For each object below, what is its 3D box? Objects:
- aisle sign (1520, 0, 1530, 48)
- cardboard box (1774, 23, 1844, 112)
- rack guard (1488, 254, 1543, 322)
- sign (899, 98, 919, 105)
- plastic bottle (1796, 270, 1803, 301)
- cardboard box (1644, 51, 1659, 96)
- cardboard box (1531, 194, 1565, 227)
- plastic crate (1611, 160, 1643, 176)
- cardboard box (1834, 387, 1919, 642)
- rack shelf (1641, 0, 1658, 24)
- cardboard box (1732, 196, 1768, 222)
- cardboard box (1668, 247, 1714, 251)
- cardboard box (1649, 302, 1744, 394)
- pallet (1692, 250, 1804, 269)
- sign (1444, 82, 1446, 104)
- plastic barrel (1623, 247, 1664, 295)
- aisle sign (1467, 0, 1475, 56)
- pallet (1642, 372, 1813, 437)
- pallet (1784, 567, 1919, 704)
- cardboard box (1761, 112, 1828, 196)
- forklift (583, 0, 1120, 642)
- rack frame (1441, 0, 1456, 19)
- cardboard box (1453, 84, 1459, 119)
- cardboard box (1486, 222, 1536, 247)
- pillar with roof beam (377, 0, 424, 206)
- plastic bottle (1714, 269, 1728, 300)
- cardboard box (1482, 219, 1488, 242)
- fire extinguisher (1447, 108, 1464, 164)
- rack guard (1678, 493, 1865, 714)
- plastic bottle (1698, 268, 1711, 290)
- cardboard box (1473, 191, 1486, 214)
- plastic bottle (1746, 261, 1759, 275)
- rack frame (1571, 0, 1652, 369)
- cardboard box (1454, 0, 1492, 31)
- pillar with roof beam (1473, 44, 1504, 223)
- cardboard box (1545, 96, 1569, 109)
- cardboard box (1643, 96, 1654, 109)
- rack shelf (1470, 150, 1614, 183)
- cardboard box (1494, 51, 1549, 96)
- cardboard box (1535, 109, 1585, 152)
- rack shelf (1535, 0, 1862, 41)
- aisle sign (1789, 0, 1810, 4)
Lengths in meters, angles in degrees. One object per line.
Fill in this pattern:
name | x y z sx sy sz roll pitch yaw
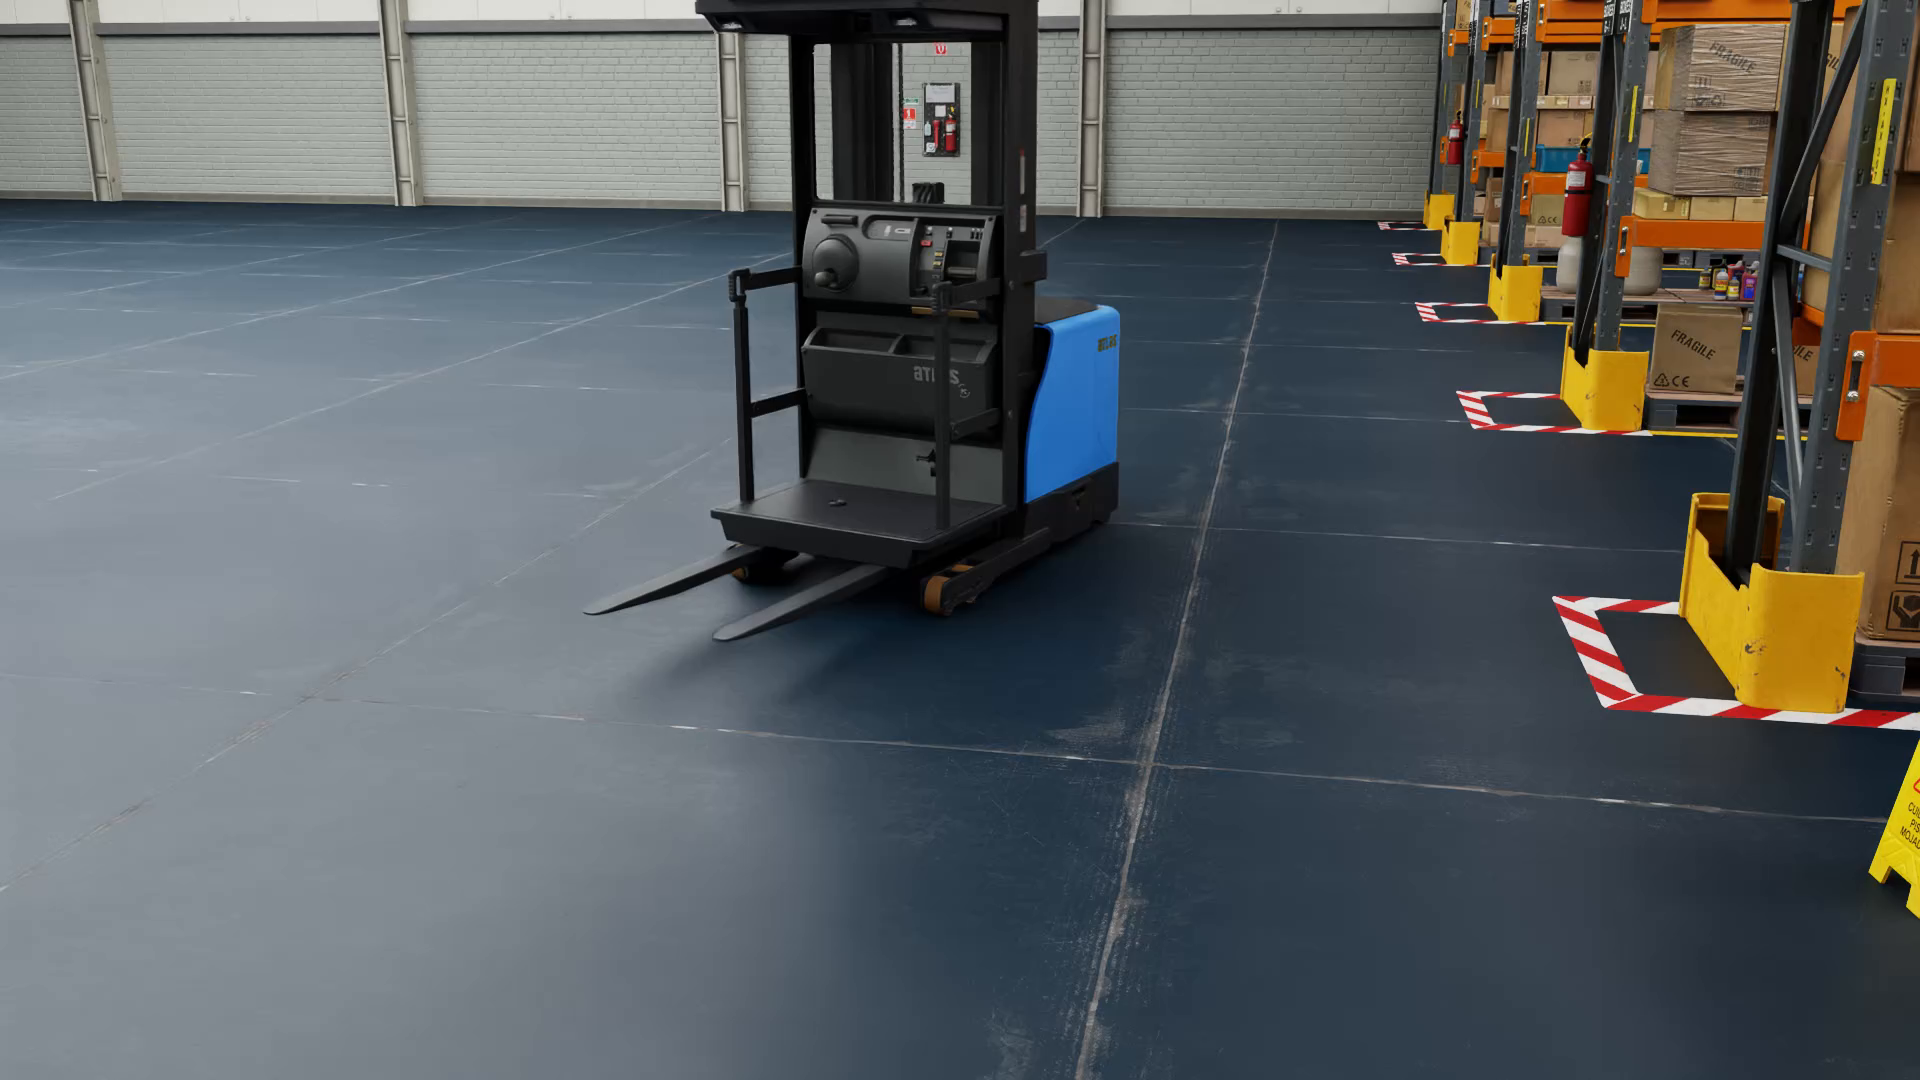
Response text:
aisle sign | 5.015 -4.765 14.704 0.004 0.787 0.394 3 16 11
cardboard box | 5.131 -2.833 9.984 0.500 0.500 0.500 3 16 11
rack guard | 5.228 -2.388 15.677 0.348 0.500 1.175 3 16 11
sign | -0.835 -7.152 27.134 0.331 0.109 0.001 3 16 11
plastic bottle | 7.491 -2.269 14.853 0.097 0.271 0.097 0 15 0
cardboard box | 8.143 -5.443 19.404 0.500 0.500 0.700 3 16 11
cardboard box | 7.107 -4.006 19.794 0.500 0.500 0.500 3 16 11
plastic crate | 5.957 -3.326 14.873 0.250 0.136 0.298 3 16 11
cardboard box | 3.748 -0.156 6.131 0.875 0.875 0.875 3 16 11
rack shelf | 6.117 -3.281 9.948 4.000 0.370 1.077 3 16 11
cardboard box | 4.872 -2.055 10.261 0.250 0.149 0.380 3 16 11
cardboard box | 8.576 -3.564 19.604 0.500 0.250 0.500 3 16 11
cardboard box | 4.766 -1.249 10.778 0.500 0.500 0.500 6 17 21
pallet | 9.284 -3.377 19.787 1.213 0.211 1.003 3 16 11
sign | 7.011 -6.451 24.042 0.005 0.325 0.100 3 16 11
plastic barrel | 6.296 -2.546 15.439 0.421 0.512 0.421 0 15 0
aisle sign | 6.129 -6.213 19.934 0.004 0.787 0.394 3 16 11
pallet | 5.021 -0.889 10.804 1.213 0.211 1.003 3 16 11
pallet | 3.869 0.369 6.264 1.213 0.211 1.003 3 16 11
cardboard box | 5.205 -2.449 10.469 0.500 0.500 0.875 3 16 11
forklift | -0.371 -1.238 6.970 1.130 2.935 3.031 9 18 28
rack frame | 7.119 -9.067 23.869 0.127 3.000 1.000 3 16 11
cardboard box | 7.623 -6.506 24.697 0.500 0.500 0.500 3 16 10
cardboard box | 6.616 -3.671 19.989 0.500 0.250 0.500 3 16 11
pillar with roof beam | -10.520 -9.088 23.942 0.400 9.000 9.100 3 16 11
plastic bottle | 6.859 -2.304 14.977 0.097 0.271 0.097 0 15 0
cardboard box | 6.719 -3.806 20.478 0.500 0.250 0.500 3 16 11
fire extinguisher | 6.112 -4.971 20.462 0.183 0.674 0.296 3 16 11
rack guard | 3.046 0.207 6.310 0.348 0.500 1.175 3 16 11
plastic bottle | 7.031 -2.465 15.690 0.097 0.201 0.097 0 15 0
cardboard box | 7.779 -5.032 24.752 0.500 0.311 0.500 1 16 5
plastic bottle | 7.409 -2.473 15.579 0.135 0.276 0.152 3 16 10
rack frame | 4.157 -2.289 10.636 0.127 3.000 1.000 3 16 11
cardboard box | 7.396 -7.596 23.953 0.500 0.500 0.500 4 16 13
pillar with roof beam | 7.119 -8.130 20.486 0.400 9.000 9.100 3 16 11
cardboard box | 6.980 -5.137 19.515 0.250 0.149 0.380 3 16 11
cardboard box | 7.983 -5.082 19.316 0.250 0.149 0.380 3 16 12
rack shelf | 8.095 -4.427 19.703 4.000 0.370 1.077 3 16 11
cardboard box | 6.642 -5.523 19.692 0.500 0.500 0.700 3 16 11
cardboard box | 7.106 -4.873 19.779 0.500 0.500 0.700 4 16 13
rack shelf | 7.104 -4.577 14.625 4.000 0.370 1.077 3 16 11
aisle sign | 3.060 -2.332 5.921 0.004 0.787 0.394 3 16 11
